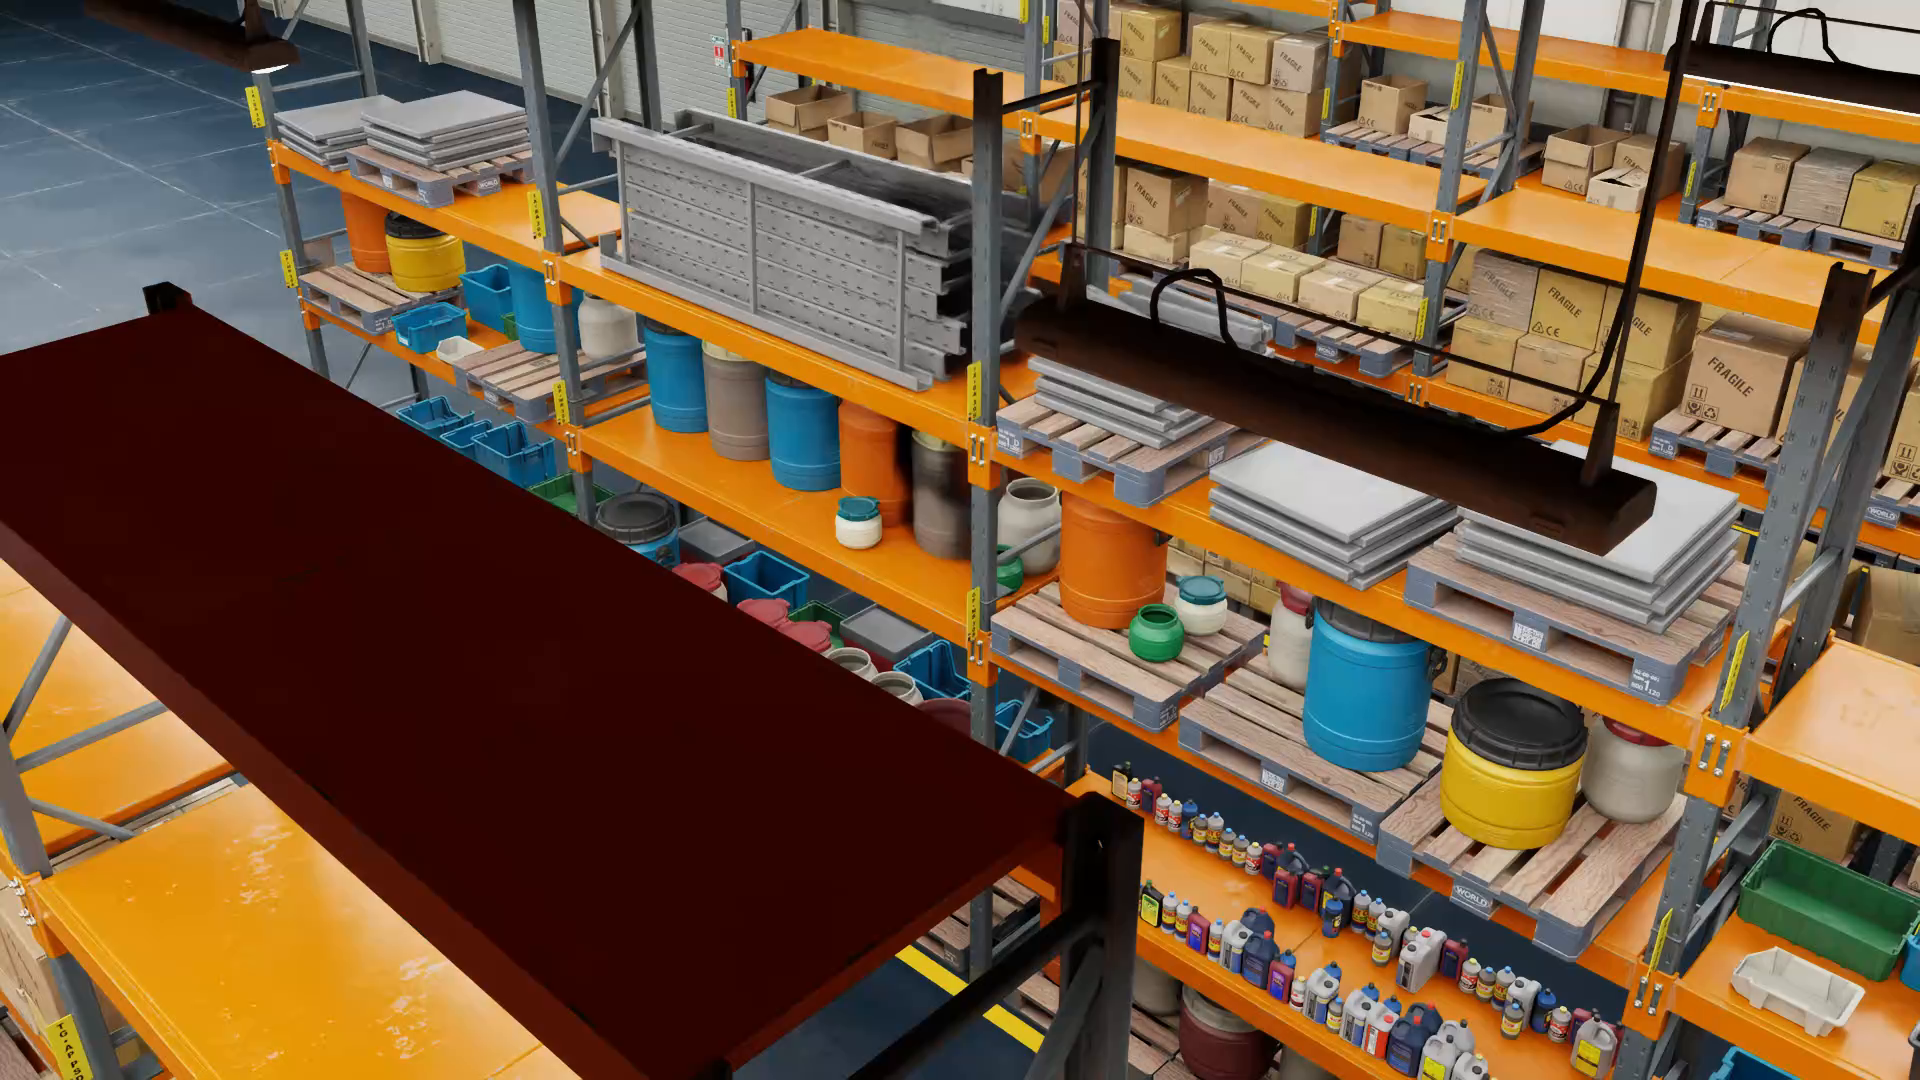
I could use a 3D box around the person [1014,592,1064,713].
[{"bbox_3d":[0.552,0.518,12.965,0.739,1.837,0.683,21,36,32],"label":"person"}]
